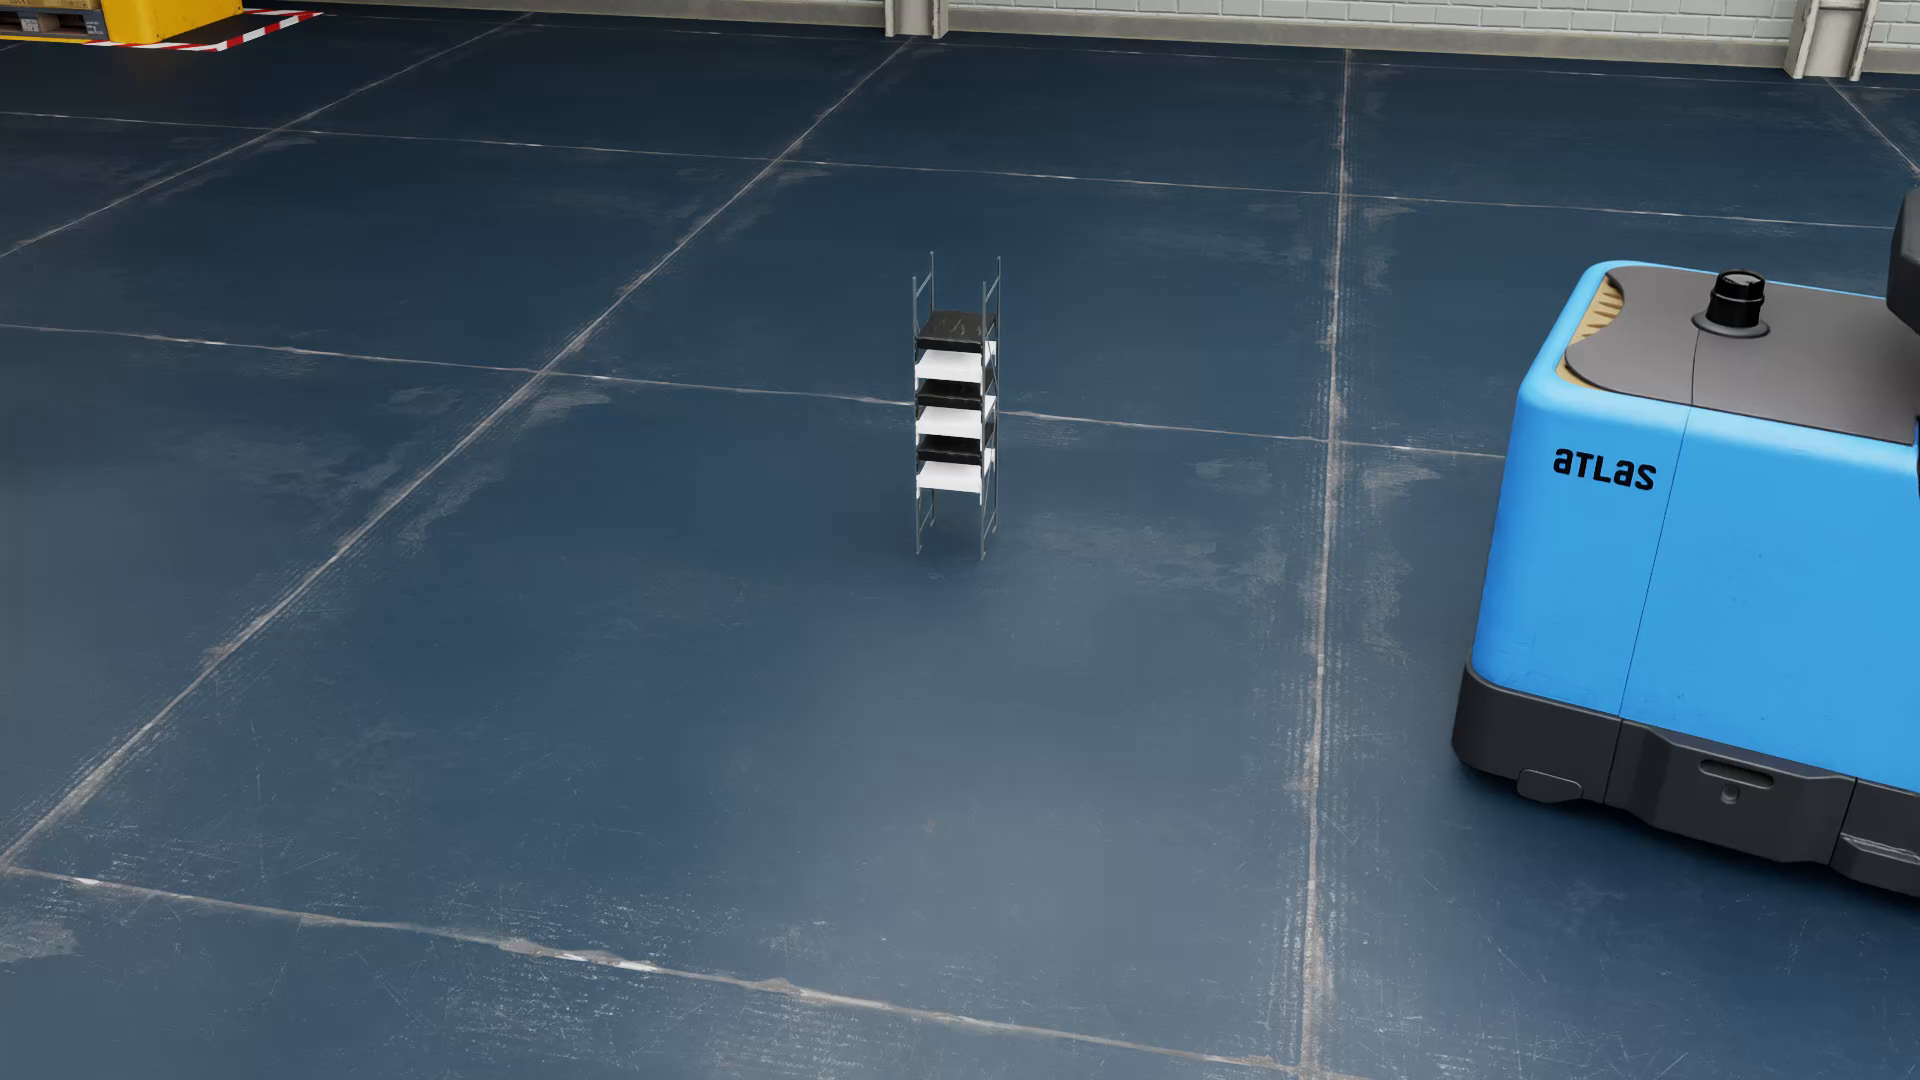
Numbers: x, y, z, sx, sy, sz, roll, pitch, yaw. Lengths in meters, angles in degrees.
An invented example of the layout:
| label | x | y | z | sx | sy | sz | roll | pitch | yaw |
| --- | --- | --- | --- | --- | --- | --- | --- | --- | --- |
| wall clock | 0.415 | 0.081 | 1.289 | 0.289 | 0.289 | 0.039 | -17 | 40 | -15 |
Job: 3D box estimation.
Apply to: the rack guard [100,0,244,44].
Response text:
| label | x | y | z | sx | sy | sz | roll | pitch | yaw |
| --- | --- | --- | --- | --- | --- | --- | --- | --- | --- |
| rack guard | -5.656 | -3.941 | 11.929 | 0.348 | 0.500 | 1.175 | 6 | 29 | 11 |

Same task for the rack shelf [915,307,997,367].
| label | x | y | z | sx | sy | sz | roll | pitch | yaw |
| --- | --- | --- | --- | --- | --- | --- | --- | --- | --- |
| rack shelf | -0.008 | -0.603 | 4.922 | 0.200 | 0.077 | 0.258 | 6 | 29 | 11 |

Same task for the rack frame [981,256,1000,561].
| label | x | y | z | sx | sy | sz | roll | pitch | yaw |
| --- | --- | --- | --- | --- | --- | --- | --- | --- | --- |
| rack frame | 0.091 | -0.385 | 5.017 | 0.006 | 0.900 | 0.240 | 6 | 29 | 11 |

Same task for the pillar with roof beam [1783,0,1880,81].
| label | x | y | z | sx | sy | sz | roll | pitch | yaw |
| --- | --- | --- | --- | --- | --- | --- | --- | --- | --- |
| pillar with roof beam | 4.664 | -4.940 | 4.902 | 0.400 | 9.000 | 9.100 | 6 | 29 | 11 |

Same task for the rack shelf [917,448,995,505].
| label | x | y | z | sx | sy | sz | roll | pitch | yaw |
| --- | --- | --- | --- | --- | --- | --- | --- | --- | --- |
| rack shelf | -0.008 | -0.208 | 5.138 | 0.200 | 0.077 | 0.258 | 6 | 29 | 11 |

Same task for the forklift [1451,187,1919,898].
| label | x | y | z | sx | sy | sz | roll | pitch | yaw |
| --- | --- | --- | --- | --- | --- | --- | --- | --- | --- |
| forklift | 2.777 | -0.566 | 3.232 | 3.031 | 2.935 | 1.130 | 14 | 32 | 24 |

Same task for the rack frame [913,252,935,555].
| label | x | y | z | sx | sy | sz | roll | pitch | yaw |
| --- | --- | --- | --- | --- | --- | --- | --- | --- | --- |
| rack frame | -0.107 | -0.406 | 5.054 | 0.006 | 0.900 | 0.240 | 6 | 29 | 11 |

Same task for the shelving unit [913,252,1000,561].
| label | x | y | z | sx | sy | sz | roll | pitch | yaw |
| --- | --- | --- | --- | --- | --- | --- | --- | --- | --- |
| shelving unit | -0.008 | -0.396 | 5.035 | 0.210 | 0.900 | 0.258 | 6 | 29 | 11 |

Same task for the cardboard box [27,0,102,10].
| label | x | y | z | sx | sy | sz | roll | pitch | yaw |
| --- | --- | --- | --- | --- | --- | --- | --- | --- | --- |
| cardboard box | -6.205 | -3.917 | 11.707 | 0.500 | 0.250 | 0.500 | 6 | 29 | 11 |

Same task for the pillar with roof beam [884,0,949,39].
| label | x | y | z | sx | sy | sz | roll | pitch | yaw |
| --- | --- | --- | --- | --- | --- | --- | --- | --- | --- |
| pillar with roof beam | -1.203 | -5.541 | 6.001 | 0.400 | 9.000 | 9.100 | 6 | 29 | 11 |

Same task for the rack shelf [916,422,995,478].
| label | x | y | z | sx | sy | sz | roll | pitch | yaw |
| --- | --- | --- | --- | --- | --- | --- | --- | --- | --- |
| rack shelf | -0.008 | -0.287 | 5.095 | 0.200 | 0.077 | 0.258 | 6 | 29 | 11 |

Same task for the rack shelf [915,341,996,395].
| label | x | y | z | sx | sy | sz | roll | pitch | yaw |
| --- | --- | --- | --- | --- | --- | --- | --- | --- | --- |
| rack shelf | -0.008 | -0.524 | 4.965 | 0.200 | 0.077 | 0.258 | 6 | 29 | 11 |

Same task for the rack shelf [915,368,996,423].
| label | x | y | z | sx | sy | sz | roll | pitch | yaw |
| --- | --- | --- | --- | --- | --- | --- | --- | --- | --- |
| rack shelf | -0.008 | -0.445 | 5.008 | 0.200 | 0.077 | 0.258 | 6 | 29 | 11 |

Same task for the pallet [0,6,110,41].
| label | x | y | z | sx | sy | sz | roll | pitch | yaw |
| --- | --- | --- | --- | --- | --- | --- | --- | --- | --- |
| pallet | -6.436 | -3.874 | 12.107 | 1.213 | 0.211 | 1.003 | 6 | 29 | 11 |

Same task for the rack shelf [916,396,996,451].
| label | x | y | z | sx | sy | sz | roll | pitch | yaw |
| --- | --- | --- | --- | --- | --- | --- | --- | --- | --- |
| rack shelf | -0.008 | -0.366 | 5.051 | 0.200 | 0.077 | 0.258 | 6 | 29 | 11 |

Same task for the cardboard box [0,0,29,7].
| label | x | y | z | sx | sy | sz | roll | pitch | yaw |
| --- | --- | --- | --- | --- | --- | --- | --- | --- | --- |
| cardboard box | -6.689 | -3.971 | 11.807 | 0.500 | 0.250 | 0.500 | 6 | 29 | 11 |
